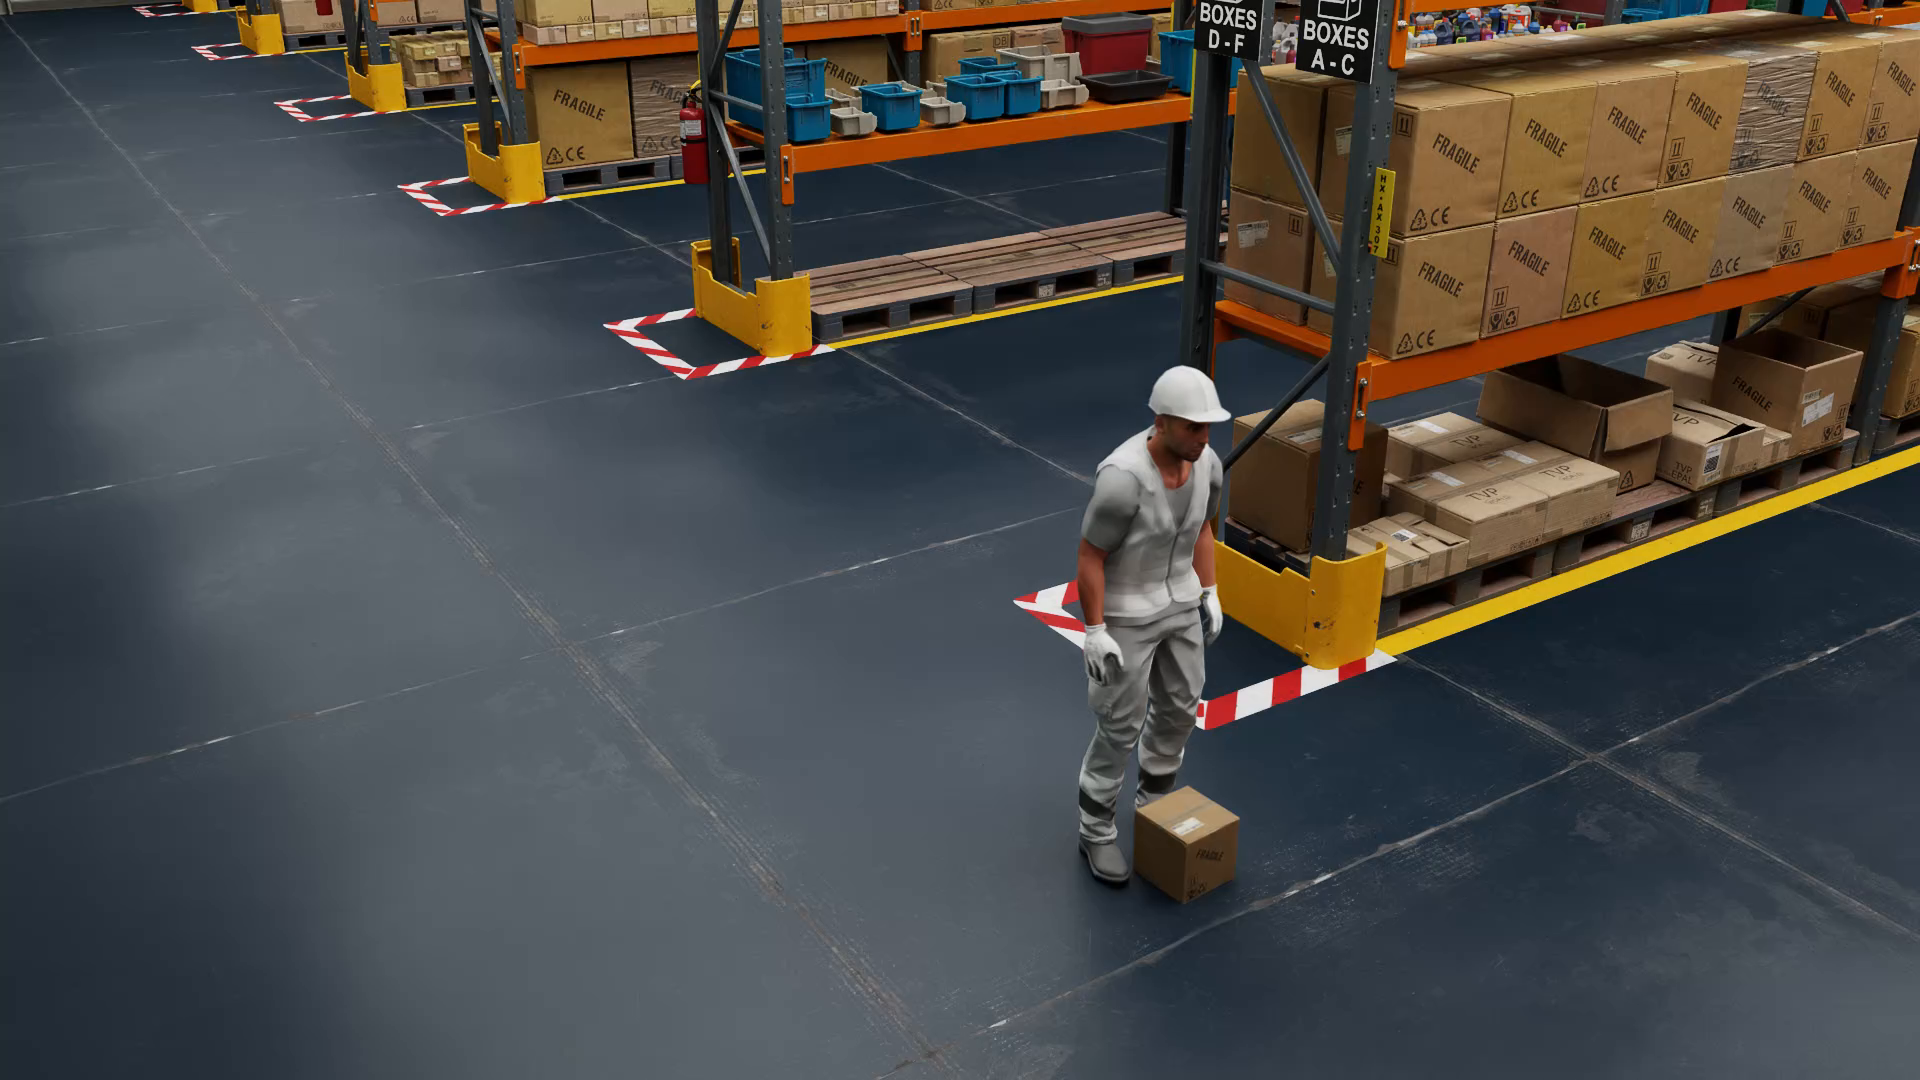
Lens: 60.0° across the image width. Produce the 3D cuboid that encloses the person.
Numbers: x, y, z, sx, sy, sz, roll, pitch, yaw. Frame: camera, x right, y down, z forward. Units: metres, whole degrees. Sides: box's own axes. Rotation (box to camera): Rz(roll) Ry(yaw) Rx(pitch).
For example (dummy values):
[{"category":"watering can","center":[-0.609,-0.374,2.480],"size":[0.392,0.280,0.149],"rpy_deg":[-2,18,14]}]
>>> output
[{"category":"person","center":[0.644,0.264,5.523],"size":[0.601,1.777,0.452],"rpy_deg":[-17,30,-32]}]
